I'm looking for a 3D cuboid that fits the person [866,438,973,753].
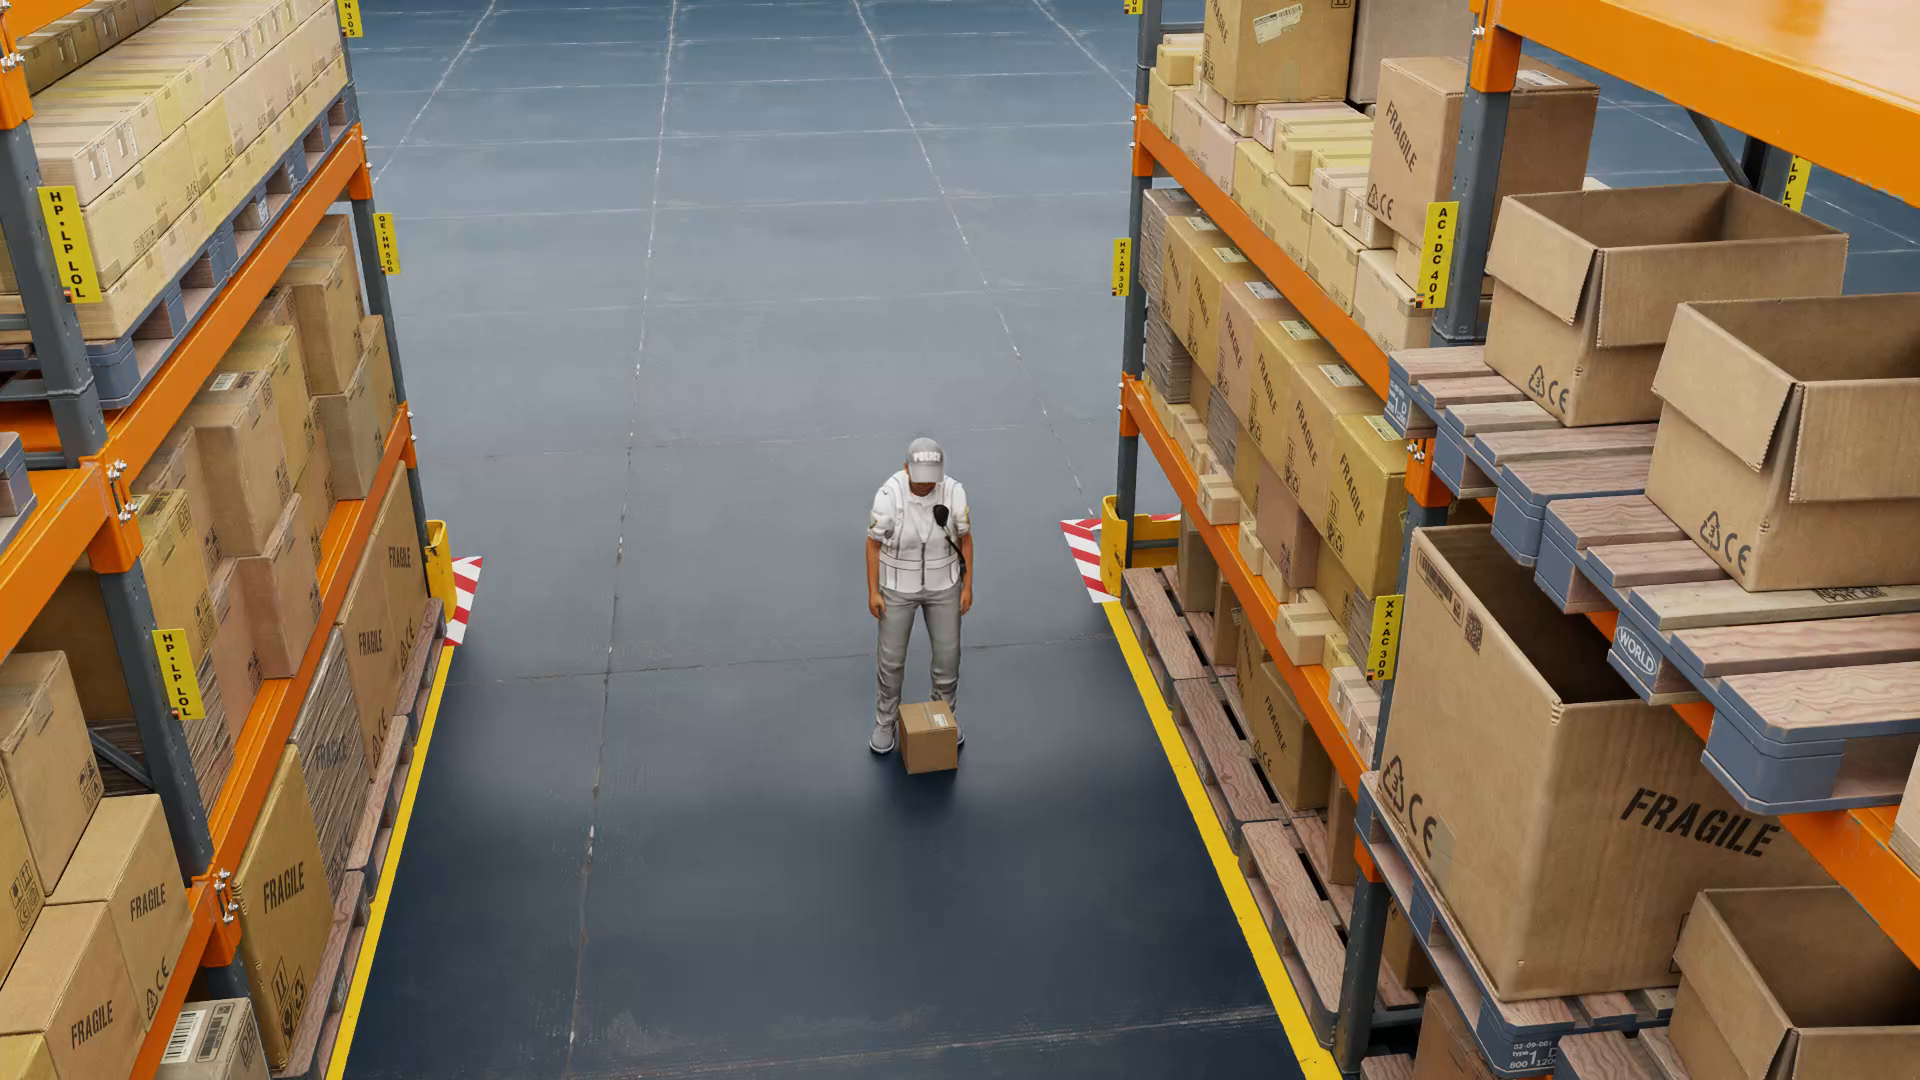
[{"bbox_3d":[-0.199,0.251,8.125,0.540,1.667,0.467,-4,28,-7],"label":"person"}]
